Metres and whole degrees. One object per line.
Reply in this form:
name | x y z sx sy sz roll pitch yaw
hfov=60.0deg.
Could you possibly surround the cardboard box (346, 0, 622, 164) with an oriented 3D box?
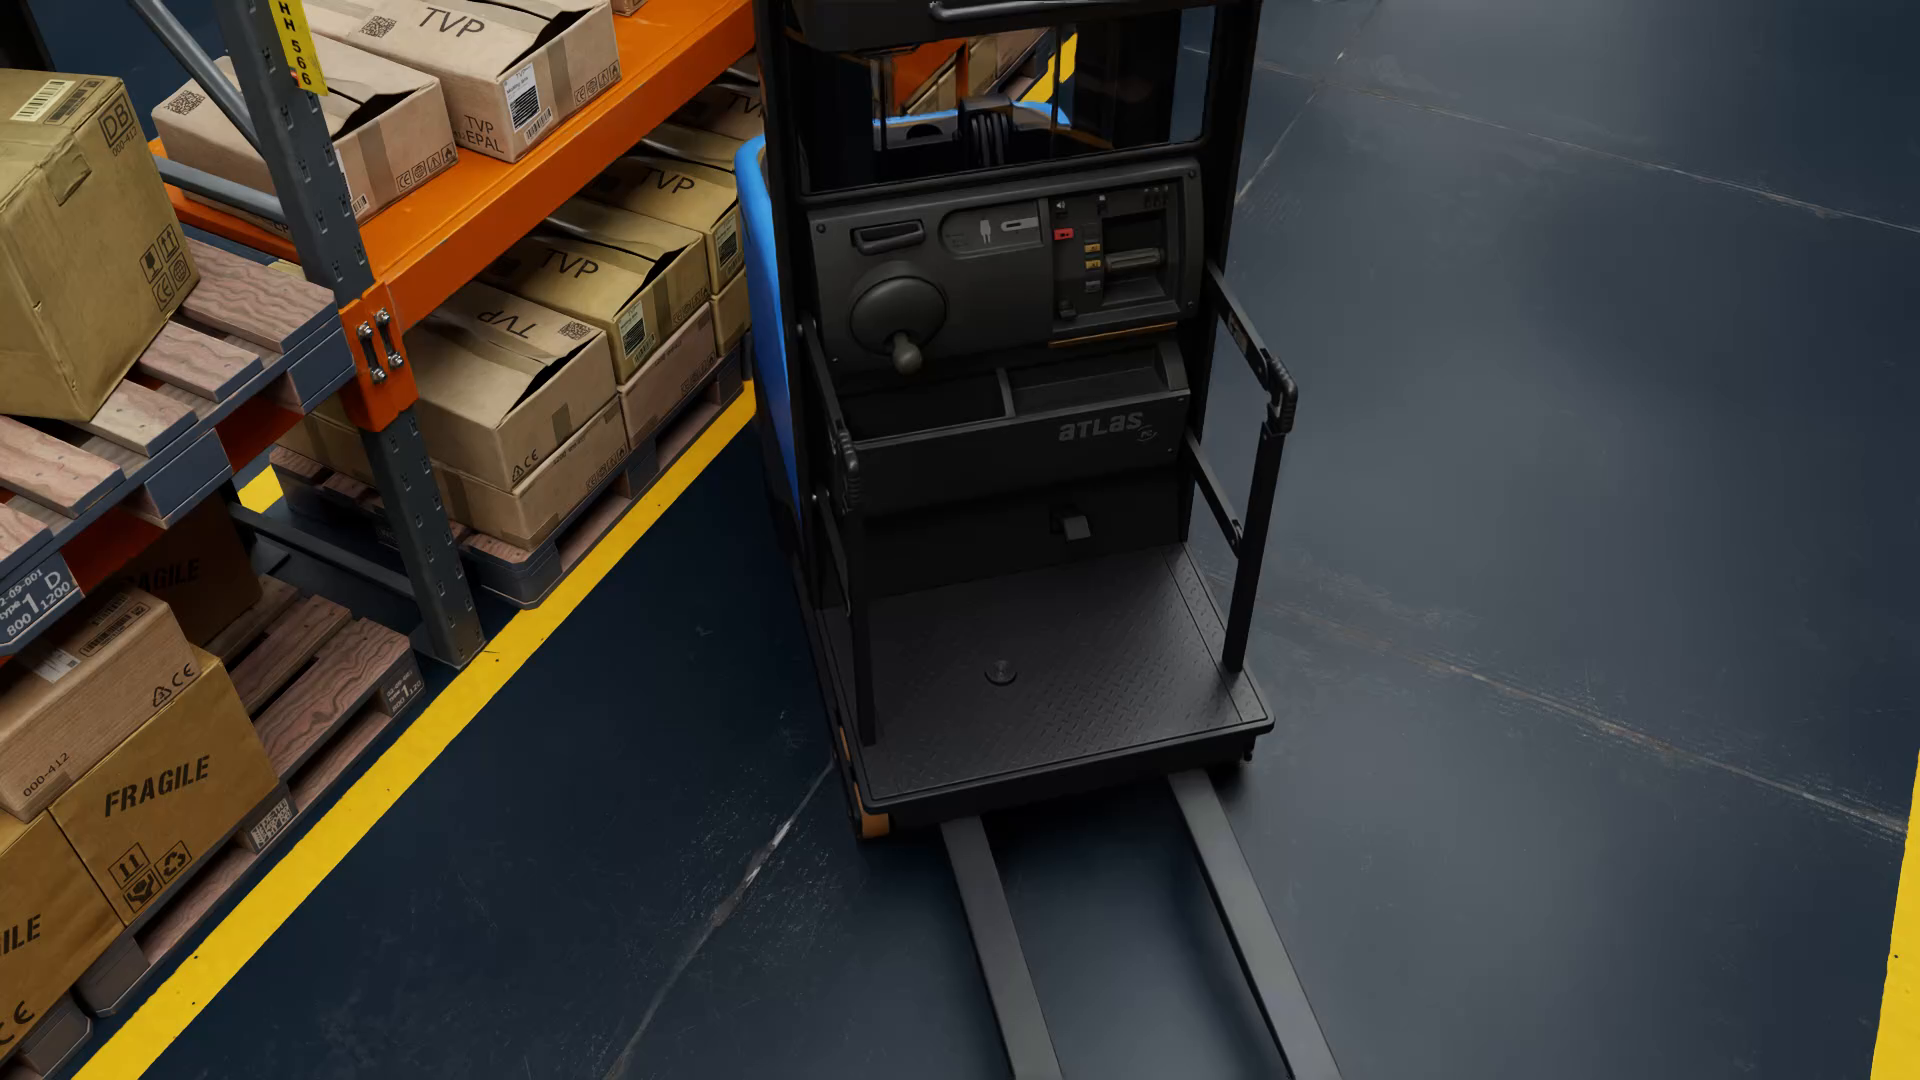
cardboard box | -1.288 -1.338 4.527 0.500 0.311 0.500 20 49 19

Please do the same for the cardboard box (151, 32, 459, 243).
cardboard box | -1.667 -1.054 4.245 0.500 0.311 0.500 23 50 21

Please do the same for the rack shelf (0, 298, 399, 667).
rack shelf | -2.803 0.643 3.012 1.077 0.370 4.000 20 49 19

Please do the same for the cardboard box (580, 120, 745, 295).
cardboard box | -0.896 -1.136 5.507 0.500 0.311 0.500 19 48 18

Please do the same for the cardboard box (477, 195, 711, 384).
cardboard box | -1.135 -0.815 5.190 0.500 0.311 0.500 19 48 18

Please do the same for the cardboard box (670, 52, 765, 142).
cardboard box | -0.658 -1.460 5.827 0.500 0.311 0.500 20 49 19

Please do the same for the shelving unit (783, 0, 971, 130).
shelving unit | -0.268 -1.540 5.292 0.431 2.100 0.503 20 49 19

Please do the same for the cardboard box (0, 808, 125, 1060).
cardboard box | -2.342 0.846 3.753 0.500 0.500 0.500 19 48 18

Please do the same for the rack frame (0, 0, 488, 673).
rack frame | -1.875 -0.870 4.001 1.000 3.000 0.127 20 49 19

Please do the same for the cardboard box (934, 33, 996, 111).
cardboard box | -0.190 -1.896 6.653 0.500 0.250 0.500 20 49 18

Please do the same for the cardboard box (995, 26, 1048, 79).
cardboard box | 0.046 -2.214 6.967 0.500 0.250 0.500 20 49 19

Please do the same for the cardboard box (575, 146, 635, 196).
cardboard box | -1.378 -1.306 5.676 0.500 0.311 0.500 20 49 19

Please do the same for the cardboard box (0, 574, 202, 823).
cardboard box | -2.124 0.294 3.772 0.500 0.250 0.500 22 49 21

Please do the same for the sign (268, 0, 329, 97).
sign | -1.390 -1.076 3.446 0.100 0.325 0.005 20 49 19

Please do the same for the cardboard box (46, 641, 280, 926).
cardboard box | -2.101 0.520 4.075 0.500 0.500 0.500 22 49 21

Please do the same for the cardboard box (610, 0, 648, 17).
cardboard box | -1.110 -1.968 5.016 0.500 0.500 0.500 18 48 17

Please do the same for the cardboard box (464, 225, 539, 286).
cardboard box | -1.614 -0.989 5.363 0.500 0.311 0.500 20 49 18

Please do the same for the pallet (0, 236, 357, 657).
pallet | -2.127 -0.353 3.624 1.213 0.211 1.003 20 49 19

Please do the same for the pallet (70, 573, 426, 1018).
pallet | -2.255 0.568 4.540 1.003 0.211 1.213 20 49 19

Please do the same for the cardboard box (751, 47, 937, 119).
cardboard box | -0.422 -1.775 6.139 0.500 0.311 0.500 20 49 19

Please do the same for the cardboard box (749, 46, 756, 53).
cardboard box | -0.907 -1.950 6.312 0.500 0.311 0.500 19 48 18

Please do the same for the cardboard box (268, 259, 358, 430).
cardboard box | -1.850 -0.660 5.037 0.500 0.311 0.500 22 49 20

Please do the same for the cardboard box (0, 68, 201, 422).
cardboard box | -2.067 -0.619 3.387 0.700 0.500 0.500 6 46 6

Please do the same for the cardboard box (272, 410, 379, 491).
cardboard box | -1.847 -0.463 5.237 0.500 0.250 0.500 22 49 20

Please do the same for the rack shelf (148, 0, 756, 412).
rack shelf | -0.946 -1.877 5.502 1.077 0.370 4.000 20 49 19

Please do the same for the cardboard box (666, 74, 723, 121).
cardboard box | -1.143 -1.621 5.987 0.500 0.311 0.500 22 49 20

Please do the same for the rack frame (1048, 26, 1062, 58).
rack frame | -0.018 -3.390 6.492 1.000 3.000 0.127 20 49 19

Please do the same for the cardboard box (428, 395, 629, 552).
cardboard box | -1.372 -0.284 5.060 0.500 0.250 0.500 20 49 19

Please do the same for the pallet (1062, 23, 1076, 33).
pallet | 0.388 -2.897 7.965 1.003 0.211 1.213 20 49 19

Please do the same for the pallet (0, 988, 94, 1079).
pallet | -2.822 1.333 3.784 1.003 0.211 1.213 20 49 19

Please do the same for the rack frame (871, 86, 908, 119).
rack frame | -0.154 -1.694 5.443 0.400 2.100 0.015 20 49 19

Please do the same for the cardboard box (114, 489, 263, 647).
cardboard box | -2.339 0.046 4.544 0.500 0.500 0.500 22 49 21

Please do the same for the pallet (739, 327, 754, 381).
pallet | -0.891 -1.162 6.250 1.003 0.211 1.213 20 49 19

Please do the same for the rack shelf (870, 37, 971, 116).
rack shelf | -0.267 -1.530 5.302 0.431 0.518 0.480 20 49 19

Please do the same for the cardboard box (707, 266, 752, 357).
cardboard box | -0.903 -0.931 5.699 0.500 0.250 0.500 19 48 18

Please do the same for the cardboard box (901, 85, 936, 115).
cardboard box | -0.427 -1.574 6.334 0.500 0.250 0.500 21 49 20

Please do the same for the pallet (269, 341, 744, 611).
pallet | -1.458 -0.396 5.493 1.003 0.211 1.213 20 49 19

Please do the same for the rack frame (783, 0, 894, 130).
rack frame | -0.382 -1.386 5.141 0.400 2.100 0.015 20 49 19

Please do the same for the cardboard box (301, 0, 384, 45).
cardboard box | -1.702 -1.440 4.741 0.380 0.149 0.250 20 49 19

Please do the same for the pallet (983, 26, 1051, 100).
pallet | -0.325 -1.933 7.012 1.003 0.211 1.213 20 49 19

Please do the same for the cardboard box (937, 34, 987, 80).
cardboard box | -0.188 -2.089 6.449 0.500 0.311 0.500 22 49 20

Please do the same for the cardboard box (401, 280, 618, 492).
cardboard box | -1.372 -0.481 4.861 0.500 0.311 0.500 22 49 20

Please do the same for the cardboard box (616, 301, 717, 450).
cardboard box | -1.139 -0.601 5.373 0.500 0.250 0.500 19 48 18

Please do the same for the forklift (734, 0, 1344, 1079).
forklift | 0.176 -0.541 3.724 1.130 2.935 3.031 -10 46 -10
